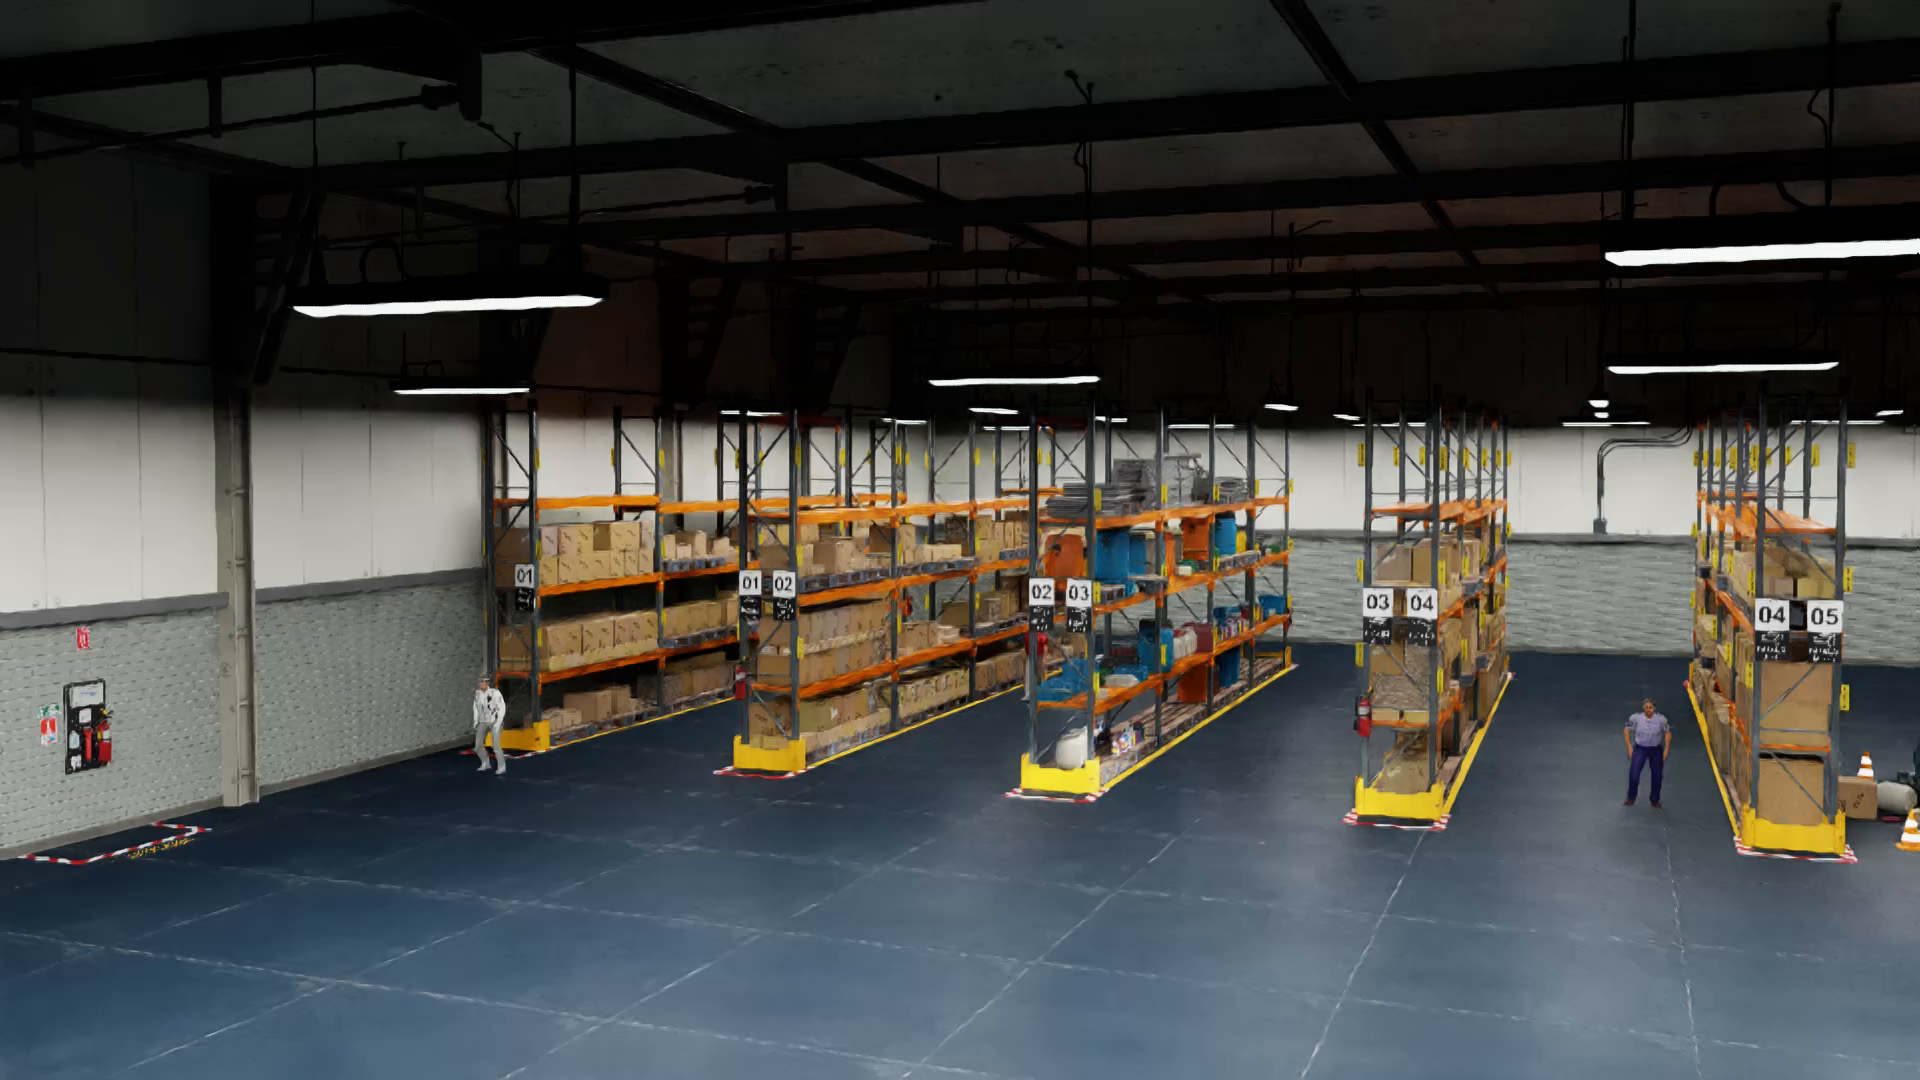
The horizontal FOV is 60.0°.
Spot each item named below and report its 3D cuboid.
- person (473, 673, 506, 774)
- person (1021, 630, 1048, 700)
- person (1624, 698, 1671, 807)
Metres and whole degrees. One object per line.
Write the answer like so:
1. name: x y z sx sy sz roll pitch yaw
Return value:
1. person: -7.457 2.893 26.338 0.639 1.631 0.502 1 3 20
2. person: 1.566 2.466 34.384 0.554 1.669 1.040 1 3 21
3. person: 9.846 3.036 23.832 0.625 1.596 0.517 1 3 19
